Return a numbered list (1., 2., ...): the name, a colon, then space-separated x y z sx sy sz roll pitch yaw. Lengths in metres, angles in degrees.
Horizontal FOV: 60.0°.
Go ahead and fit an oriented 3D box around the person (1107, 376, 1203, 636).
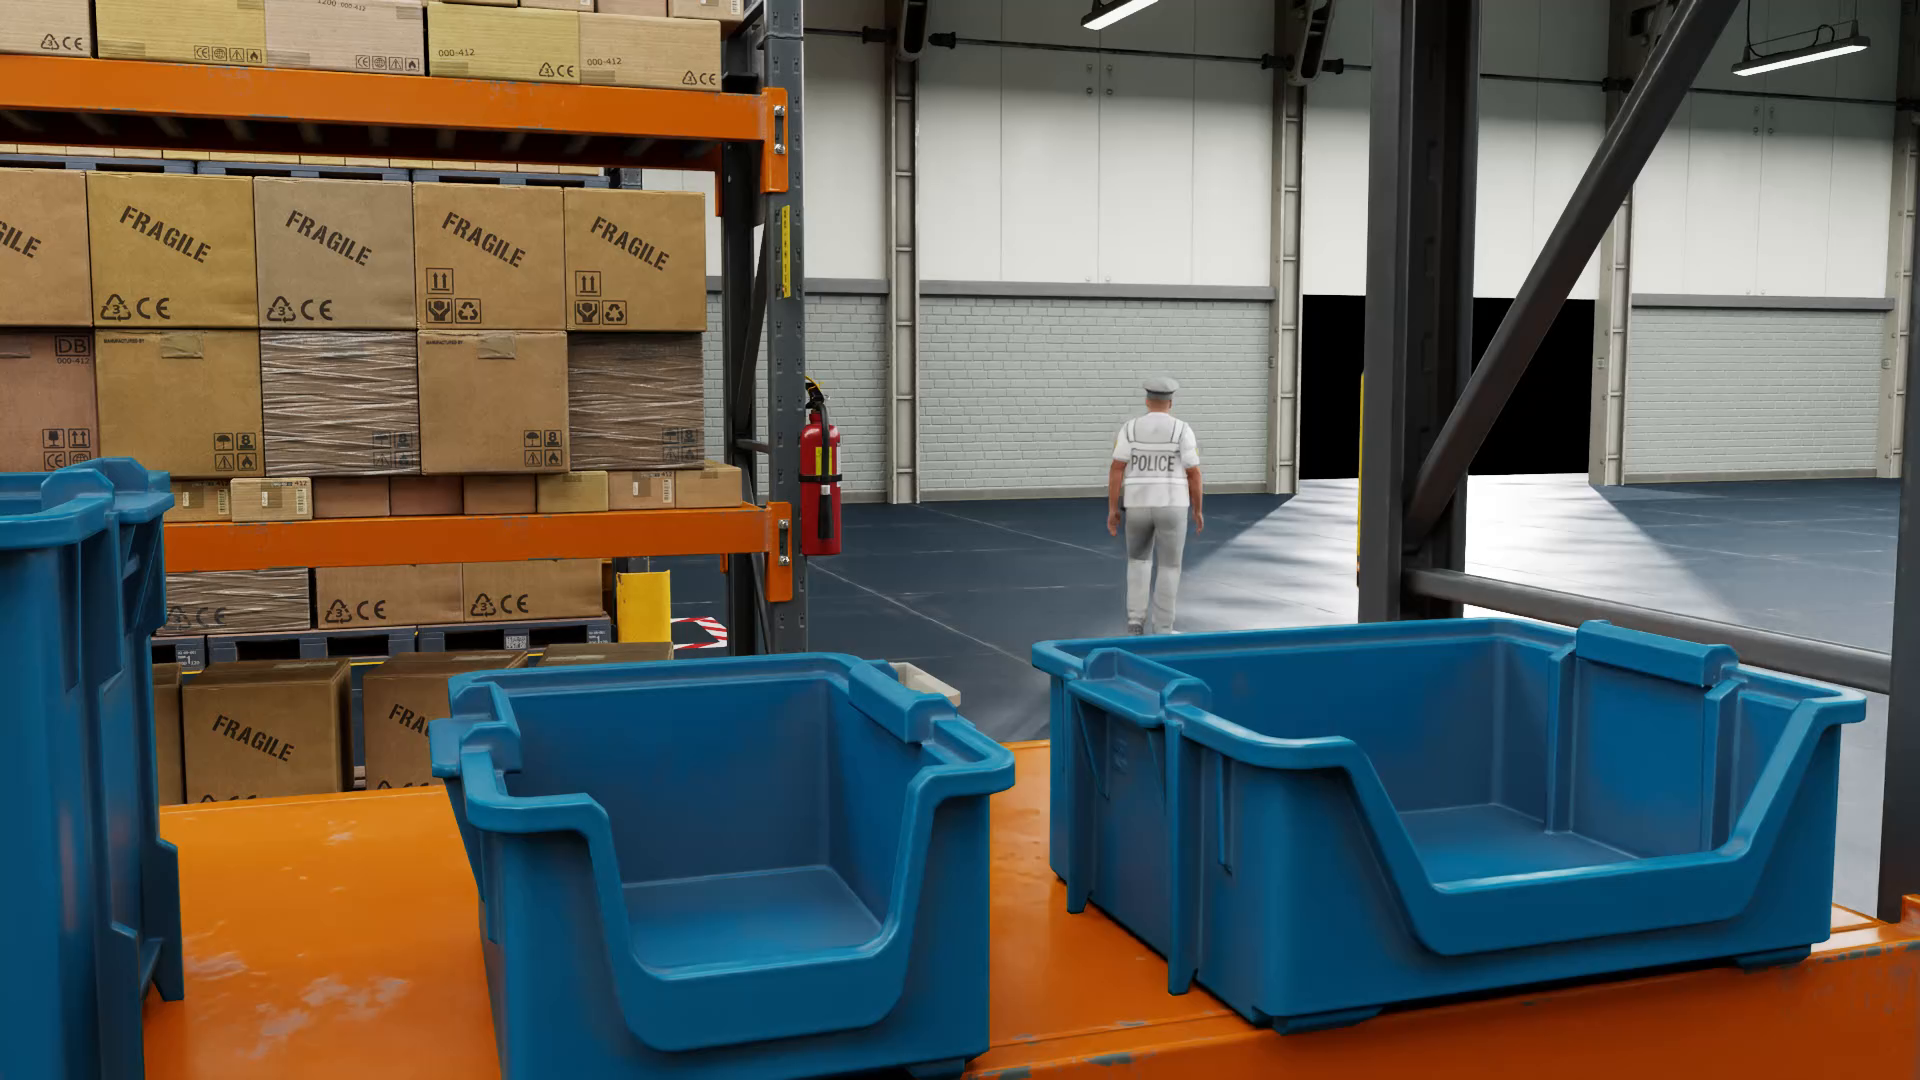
1. person: 1.295 -0.164 11.007 0.593 1.831 0.498 2 6 19
